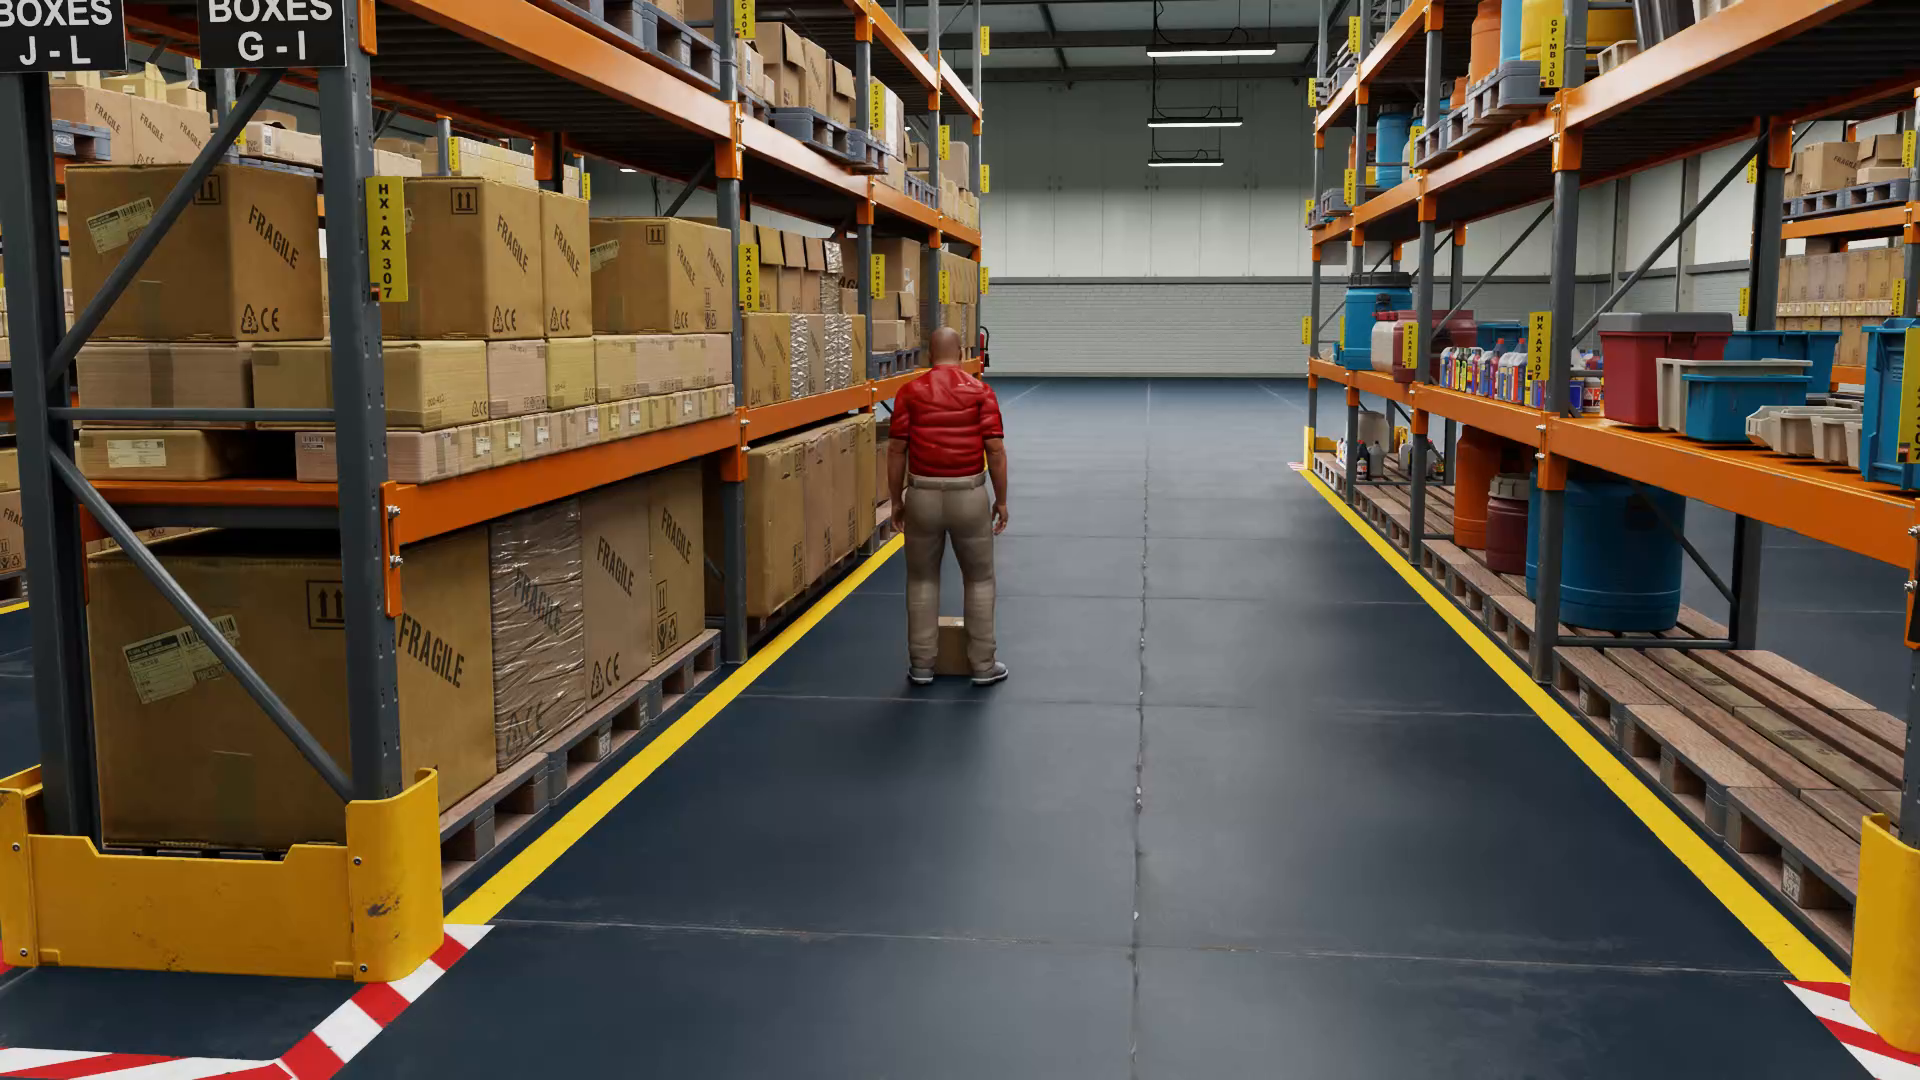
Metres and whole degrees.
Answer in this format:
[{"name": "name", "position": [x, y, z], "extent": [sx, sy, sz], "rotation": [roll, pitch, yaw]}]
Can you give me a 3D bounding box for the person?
[{"name": "person", "position": [-0.057, -0.163, 8.079], "extent": [0.585, 1.726, 0.389], "rotation": [1, 8, 4]}]
